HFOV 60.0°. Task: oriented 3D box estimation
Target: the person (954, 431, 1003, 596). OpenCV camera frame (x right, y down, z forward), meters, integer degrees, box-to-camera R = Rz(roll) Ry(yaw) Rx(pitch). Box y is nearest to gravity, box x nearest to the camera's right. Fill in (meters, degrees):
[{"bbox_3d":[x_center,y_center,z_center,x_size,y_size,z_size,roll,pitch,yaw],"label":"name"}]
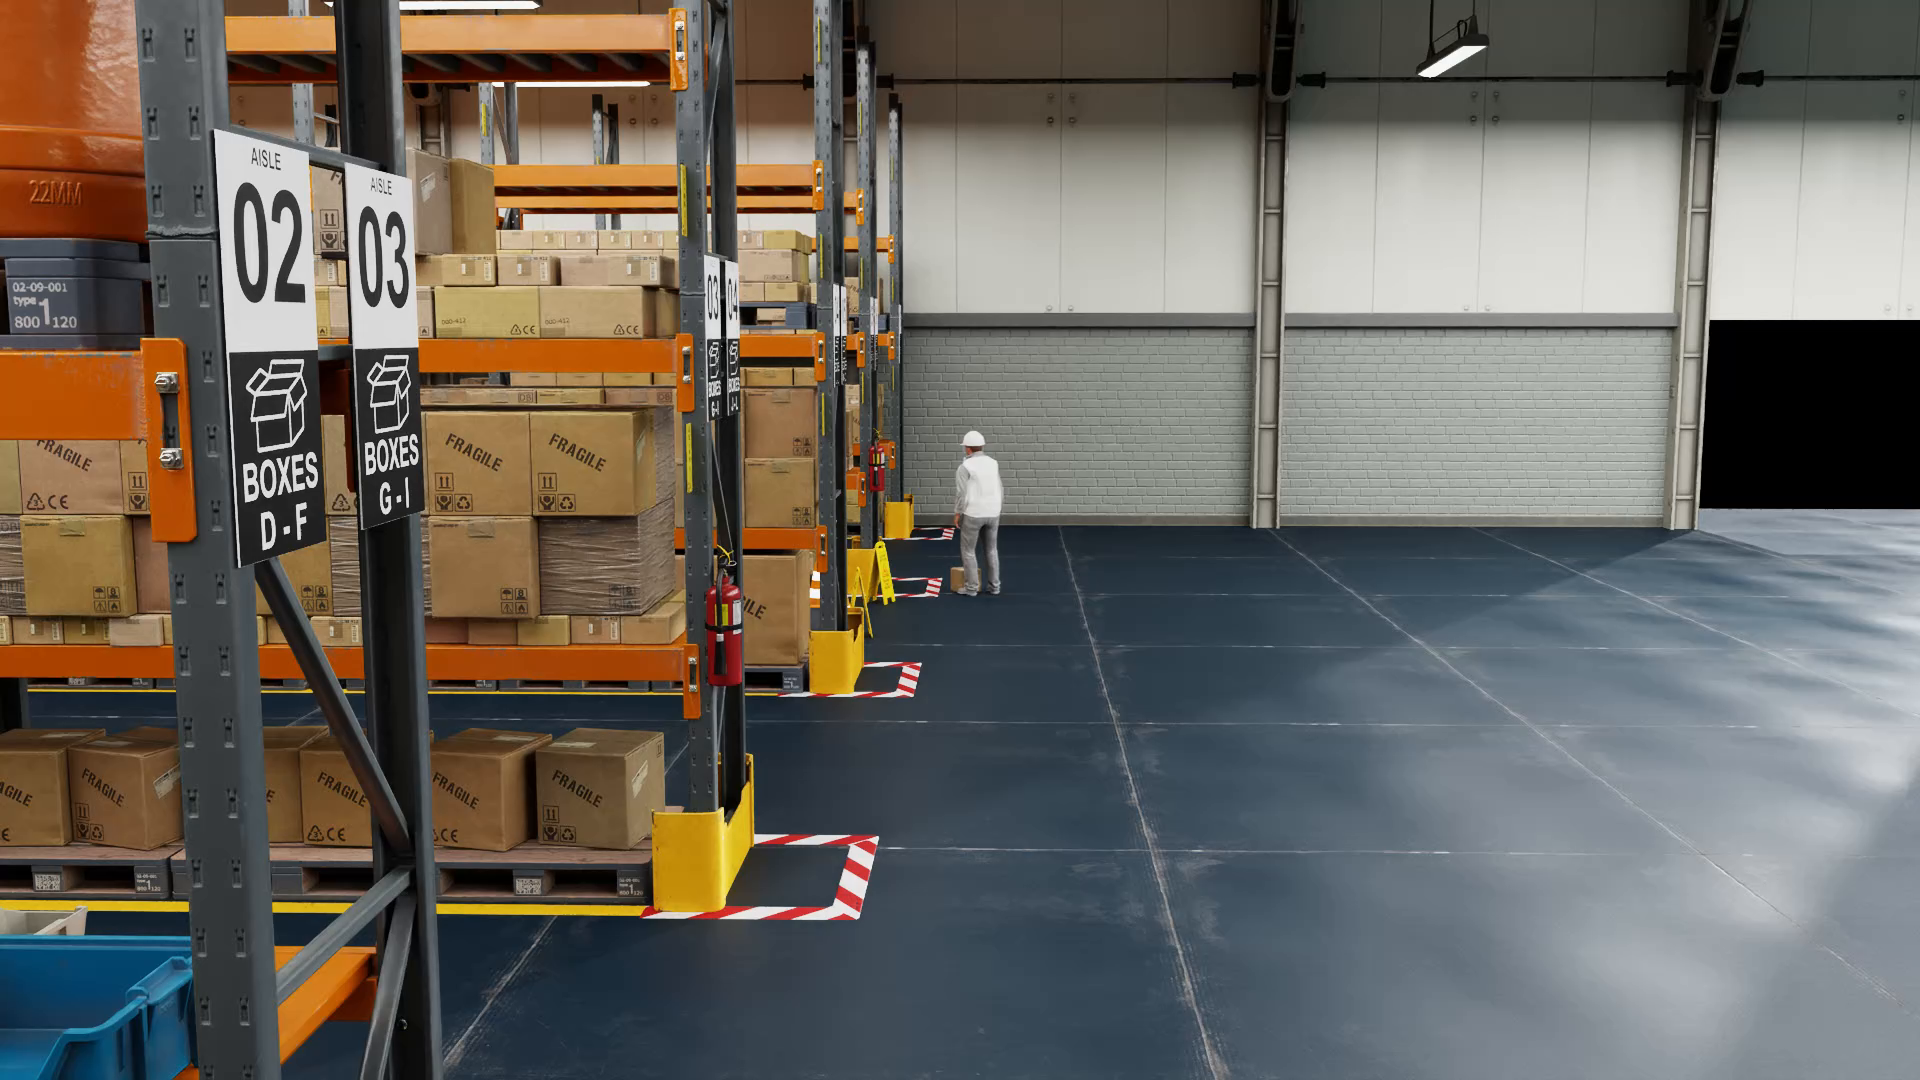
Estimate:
[{"bbox_3d":[0.199,-0.288,17.957,0.594,1.771,0.464,-4,8,-29],"label":"person"}]
